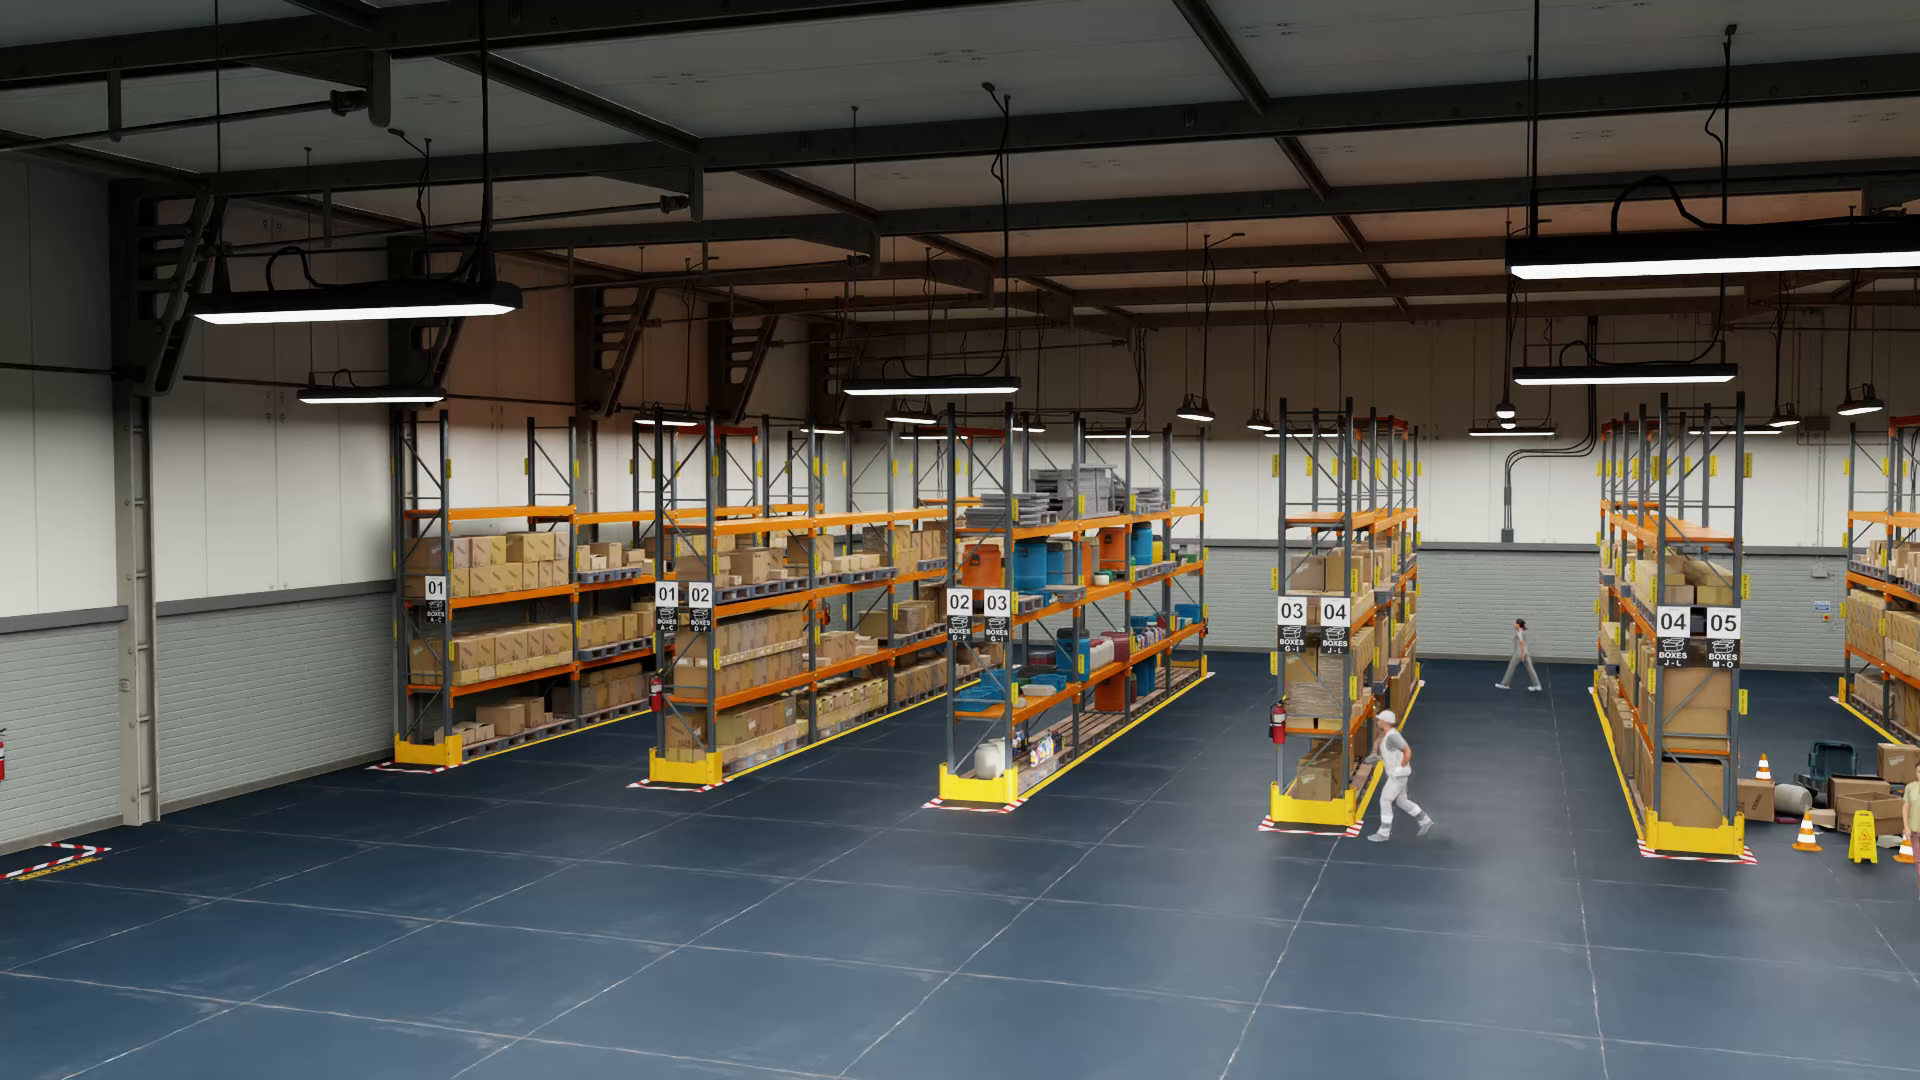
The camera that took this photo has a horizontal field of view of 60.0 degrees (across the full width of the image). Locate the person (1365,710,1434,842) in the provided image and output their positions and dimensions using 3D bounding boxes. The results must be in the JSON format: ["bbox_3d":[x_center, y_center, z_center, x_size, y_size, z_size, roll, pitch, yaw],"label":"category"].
[{"bbox_3d":[5.919,3.161,22.329,0.923,1.747,0.679,0,2,-4],"label":"person"}]

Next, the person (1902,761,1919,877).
[{"bbox_3d":[11.041,3.344,19.036,0.829,1.651,0.505,-2,3,-43],"label":"person"}]

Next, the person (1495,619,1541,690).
[{"bbox_3d":[12.633,2.573,37.498,0.438,1.605,1.046,-2,3,-43],"label":"person"}]
